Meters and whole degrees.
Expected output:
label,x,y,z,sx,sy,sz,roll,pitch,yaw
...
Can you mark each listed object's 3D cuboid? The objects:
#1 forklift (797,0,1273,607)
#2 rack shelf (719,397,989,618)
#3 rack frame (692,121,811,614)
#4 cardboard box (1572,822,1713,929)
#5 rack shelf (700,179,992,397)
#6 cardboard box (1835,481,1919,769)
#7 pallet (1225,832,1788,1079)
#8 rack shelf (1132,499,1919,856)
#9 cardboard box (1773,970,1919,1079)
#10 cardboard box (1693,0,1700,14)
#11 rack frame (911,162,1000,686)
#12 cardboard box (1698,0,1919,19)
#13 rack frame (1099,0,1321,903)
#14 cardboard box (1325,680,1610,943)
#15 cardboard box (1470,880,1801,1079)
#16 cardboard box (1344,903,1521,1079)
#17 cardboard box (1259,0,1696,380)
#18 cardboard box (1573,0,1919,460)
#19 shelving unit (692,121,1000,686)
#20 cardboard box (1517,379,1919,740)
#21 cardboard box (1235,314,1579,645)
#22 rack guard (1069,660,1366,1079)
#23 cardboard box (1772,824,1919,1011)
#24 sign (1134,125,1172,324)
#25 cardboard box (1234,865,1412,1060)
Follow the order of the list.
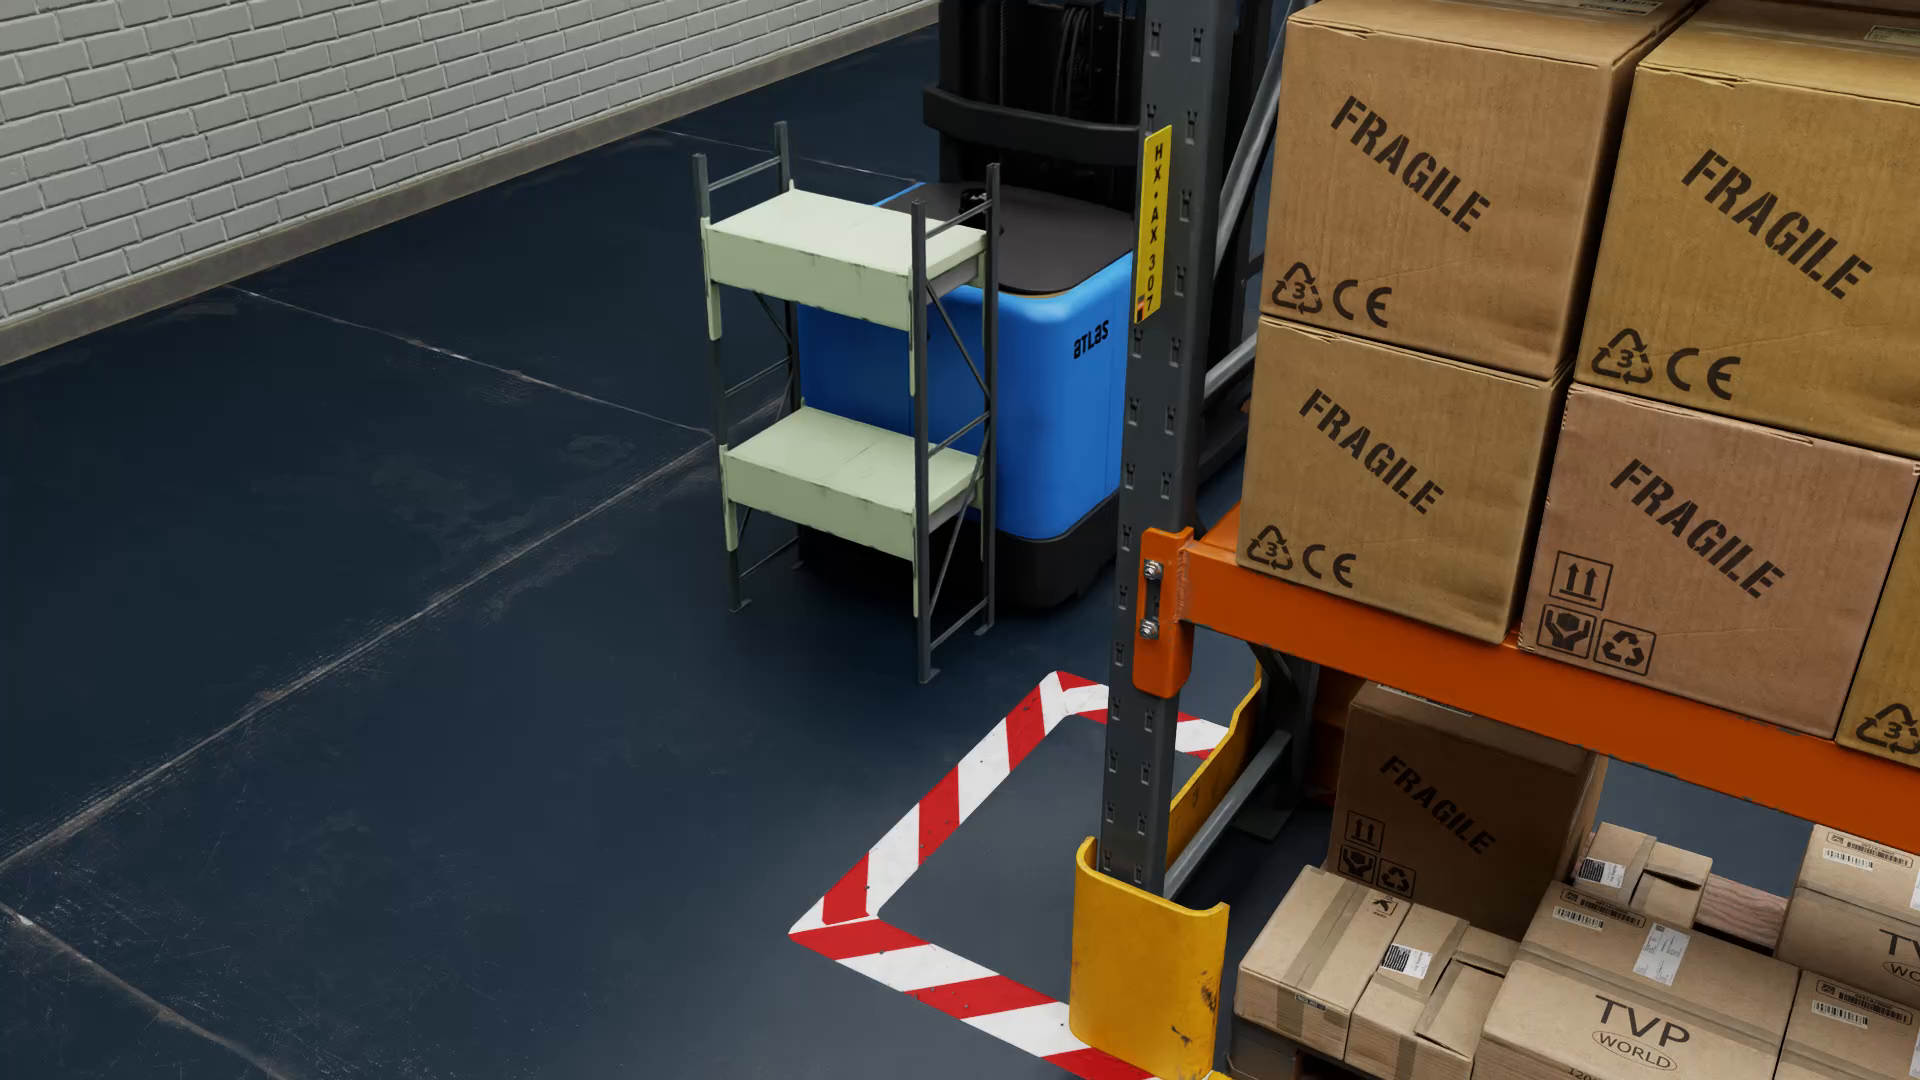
label,x,y,z,sx,sy,sz,roll,pitch,yaw
forklift,0.657,-1.754,5.848,1.130,2.935,3.031,18,35,28
rack shelf,-0.316,-0.115,5.105,0.720,0.370,0.431,18,35,28
rack frame,-0.624,-0.496,5.112,0.023,1.500,0.400,18,35,28
cardboard box,1.505,0.829,3.727,0.250,0.166,0.380,18,35,27
rack shelf,-0.316,-0.733,4.744,0.720,0.370,0.431,18,35,28
cardboard box,1.717,0.068,2.558,0.500,0.500,0.500,17,35,27
pallet,1.358,1.046,3.748,1.213,0.211,1.003,18,35,27
rack shelf,2.312,0.454,2.709,4.000,0.370,1.077,18,35,27
cardboard box,1.775,1.140,3.111,0.500,0.250,0.500,18,35,27
cardboard box,1.141,-0.865,3.165,0.500,0.500,0.500,17,34,27
rack frame,-0.008,-0.296,4.770,0.023,1.500,0.400,18,35,28
cardboard box,1.569,-0.730,2.934,0.500,0.500,0.500,19,35,29
rack frame,0.618,-0.392,3.446,0.127,3.000,1.000,18,35,27
cardboard box,1.209,0.538,3.895,0.500,0.500,0.500,18,35,27
cardboard box,1.351,1.006,3.341,0.500,0.250,0.500,18,35,27
cardboard box,1.002,0.967,3.490,0.250,0.166,0.380,18,35,27
cardboard box,0.854,-0.636,2.772,0.500,0.500,0.500,19,35,29
cardboard box,1.300,-0.499,2.537,0.500,0.500,0.500,18,35,28
shelving unit,-0.316,-0.396,4.941,0.755,1.500,0.431,18,35,28
cardboard box,1.293,-0.068,2.791,0.500,0.500,0.500,17,34,27
cardboard box,0.854,-0.204,3.024,0.500,0.500,0.500,18,35,28
rack guard,0.682,0.708,4.041,0.348,0.500,1.175,18,35,27
cardboard box,1.998,0.913,3.500,0.500,0.250,0.500,18,35,27
sign,0.330,-0.535,2.831,0.005,0.325,0.100,18,35,27
cardboard box,0.790,0.908,3.610,0.250,0.149,0.380,18,35,27
